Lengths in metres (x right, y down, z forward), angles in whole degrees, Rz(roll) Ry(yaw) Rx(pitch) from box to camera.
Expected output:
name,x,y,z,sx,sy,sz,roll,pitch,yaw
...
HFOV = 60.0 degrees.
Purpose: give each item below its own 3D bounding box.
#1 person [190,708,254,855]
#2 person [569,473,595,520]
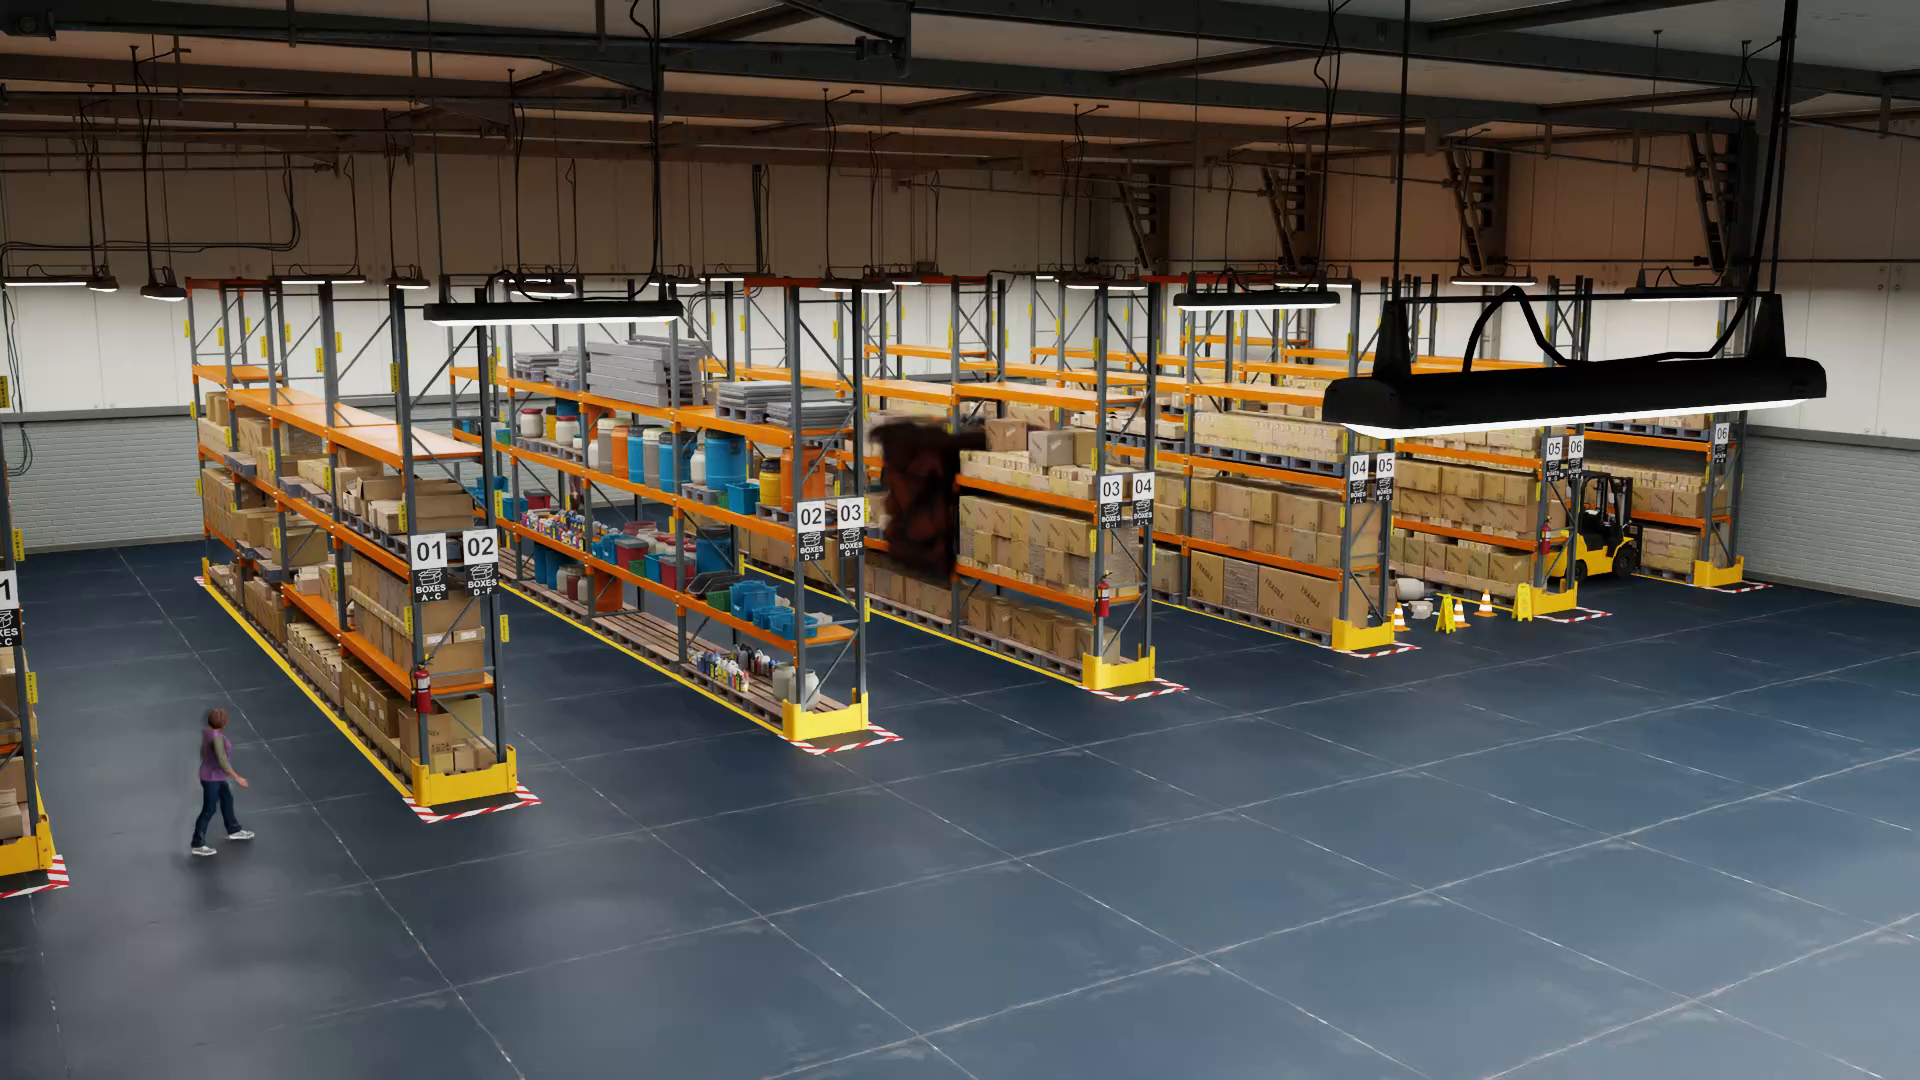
name,x,y,z,sx,sy,sz,roll,pitch,yaw
person,-8.026,2.576,17.994,0.650,1.582,0.556,-5,11,-26
person,-8.914,-1.113,39.245,0.603,1.728,1.076,-7,12,-35
